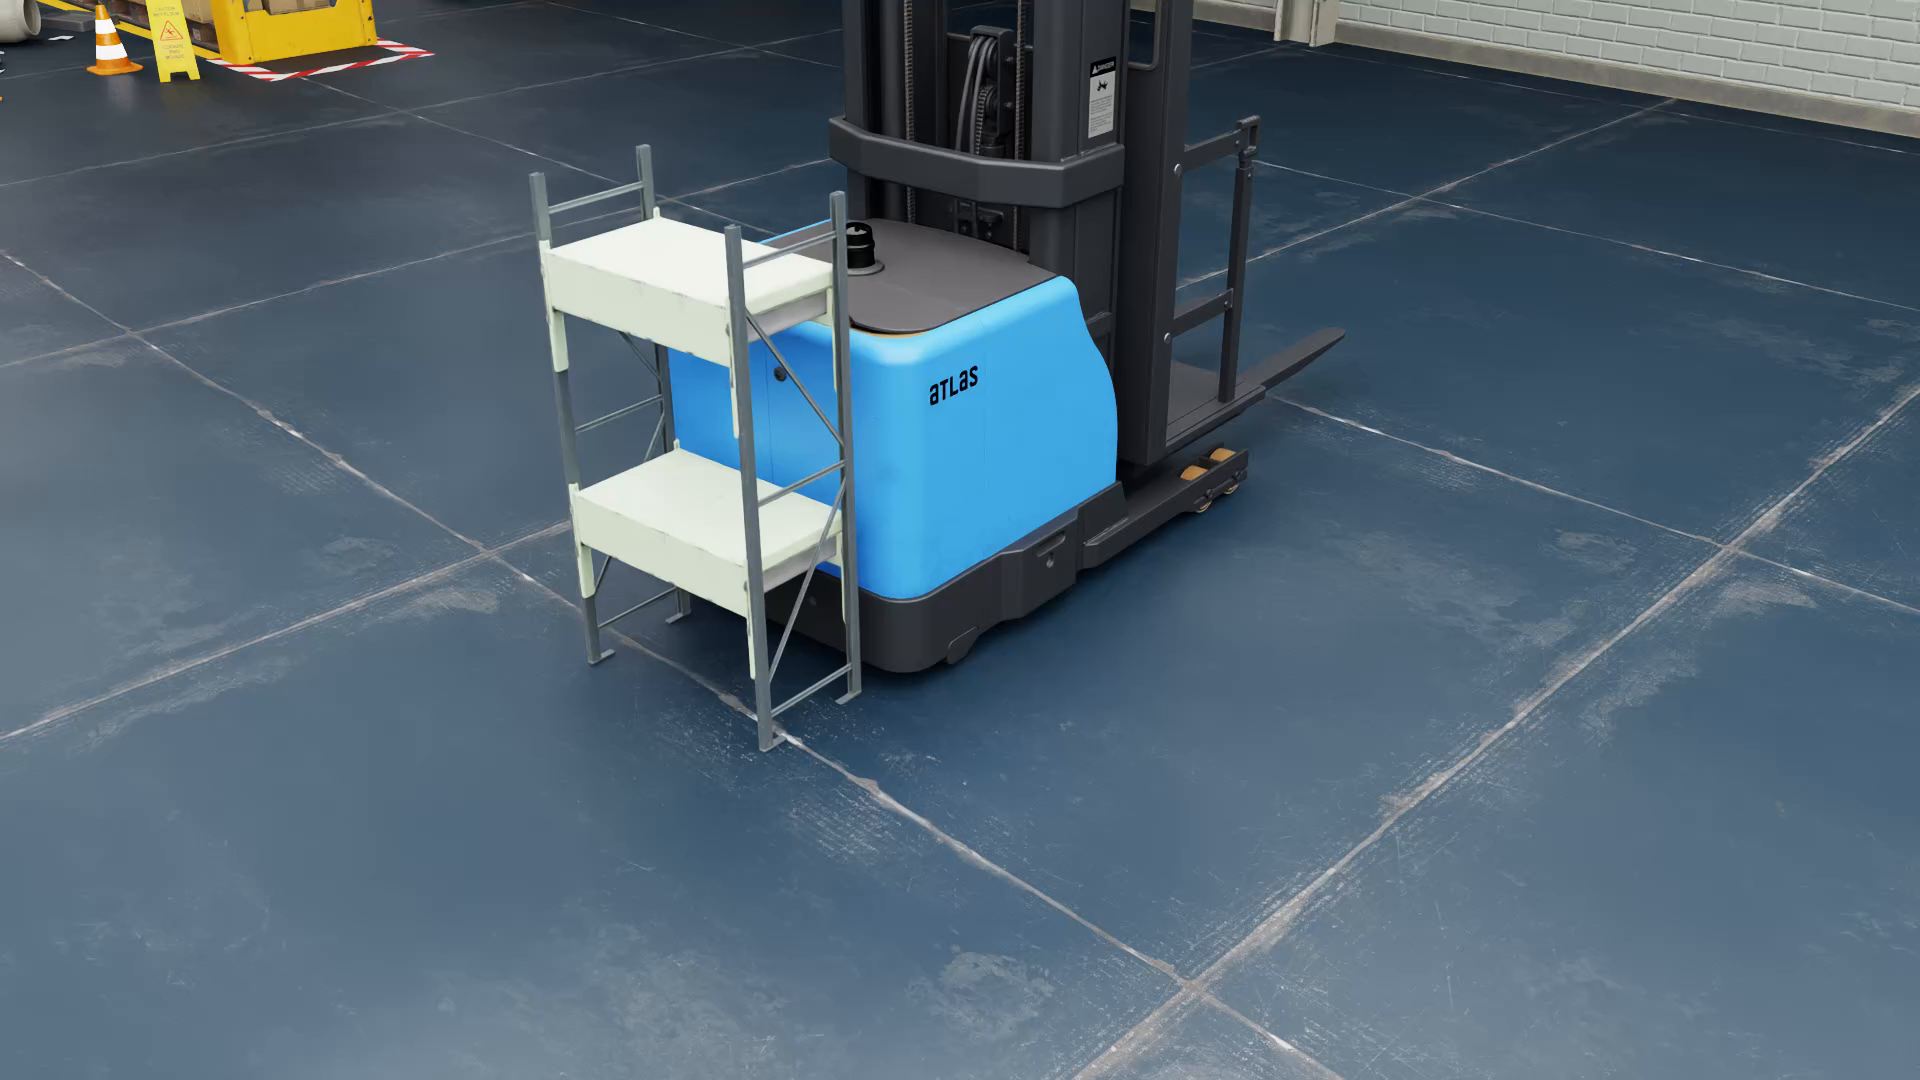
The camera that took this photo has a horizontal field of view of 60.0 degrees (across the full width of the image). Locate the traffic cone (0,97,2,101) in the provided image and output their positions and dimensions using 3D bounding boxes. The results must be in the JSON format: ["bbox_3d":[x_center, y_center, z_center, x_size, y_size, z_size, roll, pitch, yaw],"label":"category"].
[{"bbox_3d":[-6.859,-3.248,11.430,0.334,0.463,0.336,25,36,38],"label":"traffic cone"}]

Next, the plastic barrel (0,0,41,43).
[{"bbox_3d":[-7.647,-4.169,13.224,0.512,0.421,0.421,-3,28,-5],"label":"plastic barrel"}]

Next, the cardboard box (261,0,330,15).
[{"bbox_3d":[-5.494,-4.462,13.516,0.500,0.250,0.500,24,36,38],"label":"cardboard box"}]

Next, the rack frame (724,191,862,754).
[{"bbox_3d":[-0.424,-0.145,4.414,0.023,1.500,0.400,21,34,34],"label":"rack frame"}]

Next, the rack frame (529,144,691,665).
[{"bbox_3d":[-0.992,-0.360,4.823,0.023,1.500,0.400,21,34,34],"label":"rack frame"}]

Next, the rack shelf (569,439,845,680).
[{"bbox_3d":[-0.708,0.036,4.770,0.720,0.370,0.431,21,34,34],"label":"rack shelf"}]

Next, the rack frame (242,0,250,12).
[{"bbox_3d":[-5.112,-5.138,12.298,0.127,3.000,1.000,25,36,38],"label":"rack frame"}]

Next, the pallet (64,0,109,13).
[{"bbox_3d":[-7.461,-5.001,15.035,1.213,0.211,1.003,25,36,38],"label":"pallet"}]

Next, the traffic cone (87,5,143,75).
[{"bbox_3d":[-6.323,-3.727,12.341,0.334,0.463,0.336,25,36,38],"label":"traffic cone"}]

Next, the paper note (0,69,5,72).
[{"bbox_3d":[-7.182,-3.472,12.319,0.142,0.019,0.148,12,30,22],"label":"paper note"}]

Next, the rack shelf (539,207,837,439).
[{"bbox_3d":[-0.708,-0.598,4.437,0.720,0.370,0.431,21,34,34],"label":"rack shelf"}]

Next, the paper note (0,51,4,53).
[{"bbox_3d":[-7.502,-3.812,12.989,0.123,0.001,0.032,25,36,38],"label":"paper note"}]

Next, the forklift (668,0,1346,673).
[{"bbox_3d":[0.398,-1.525,5.501,1.130,2.935,3.031,21,34,34],"label":"forklift"}]

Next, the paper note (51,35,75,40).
[{"bbox_3d":[-7.270,-4.071,13.459,0.148,0.019,0.142,12,30,22],"label":"paper note"}]

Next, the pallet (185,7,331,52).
[{"bbox_3d":[-5.721,-4.205,13.521,1.213,0.211,1.003,25,36,38],"label":"pallet"}]

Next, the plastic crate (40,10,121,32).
[{"bbox_3d":[-7.420,-4.366,13.968,0.583,0.080,0.402,12,30,22],"label":"plastic crate"}]

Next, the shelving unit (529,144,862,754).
[{"bbox_3d":[-0.708,-0.252,4.618,0.755,1.500,0.431,21,34,34],"label":"shelving unit"}]

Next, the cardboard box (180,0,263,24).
[{"bbox_3d":[-5.895,-4.289,13.187,0.500,0.250,0.500,24,36,38],"label":"cardboard box"}]

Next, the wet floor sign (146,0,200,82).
[{"bbox_3d":[-5.727,-3.679,12.053,0.267,0.644,0.232,-13,30,-22],"label":"wet floor sign"}]

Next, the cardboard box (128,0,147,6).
[{"bbox_3d":[-6.618,-4.622,13.820,0.500,0.250,0.500,23,35,37],"label":"cardboard box"}]

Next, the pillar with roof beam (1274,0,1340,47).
[{"bbox_3d":[-0.239,-6.582,8.598,0.400,9.000,9.100,25,36,38],"label":"pillar with roof beam"}]

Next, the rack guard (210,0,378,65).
[{"bbox_3d":[-5.167,-4.056,12.927,0.348,0.500,1.175,25,36,38],"label":"rack guard"}]

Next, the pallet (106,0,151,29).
[{"bbox_3d":[-6.587,-4.603,14.278,1.213,0.211,1.003,25,36,38],"label":"pallet"}]
